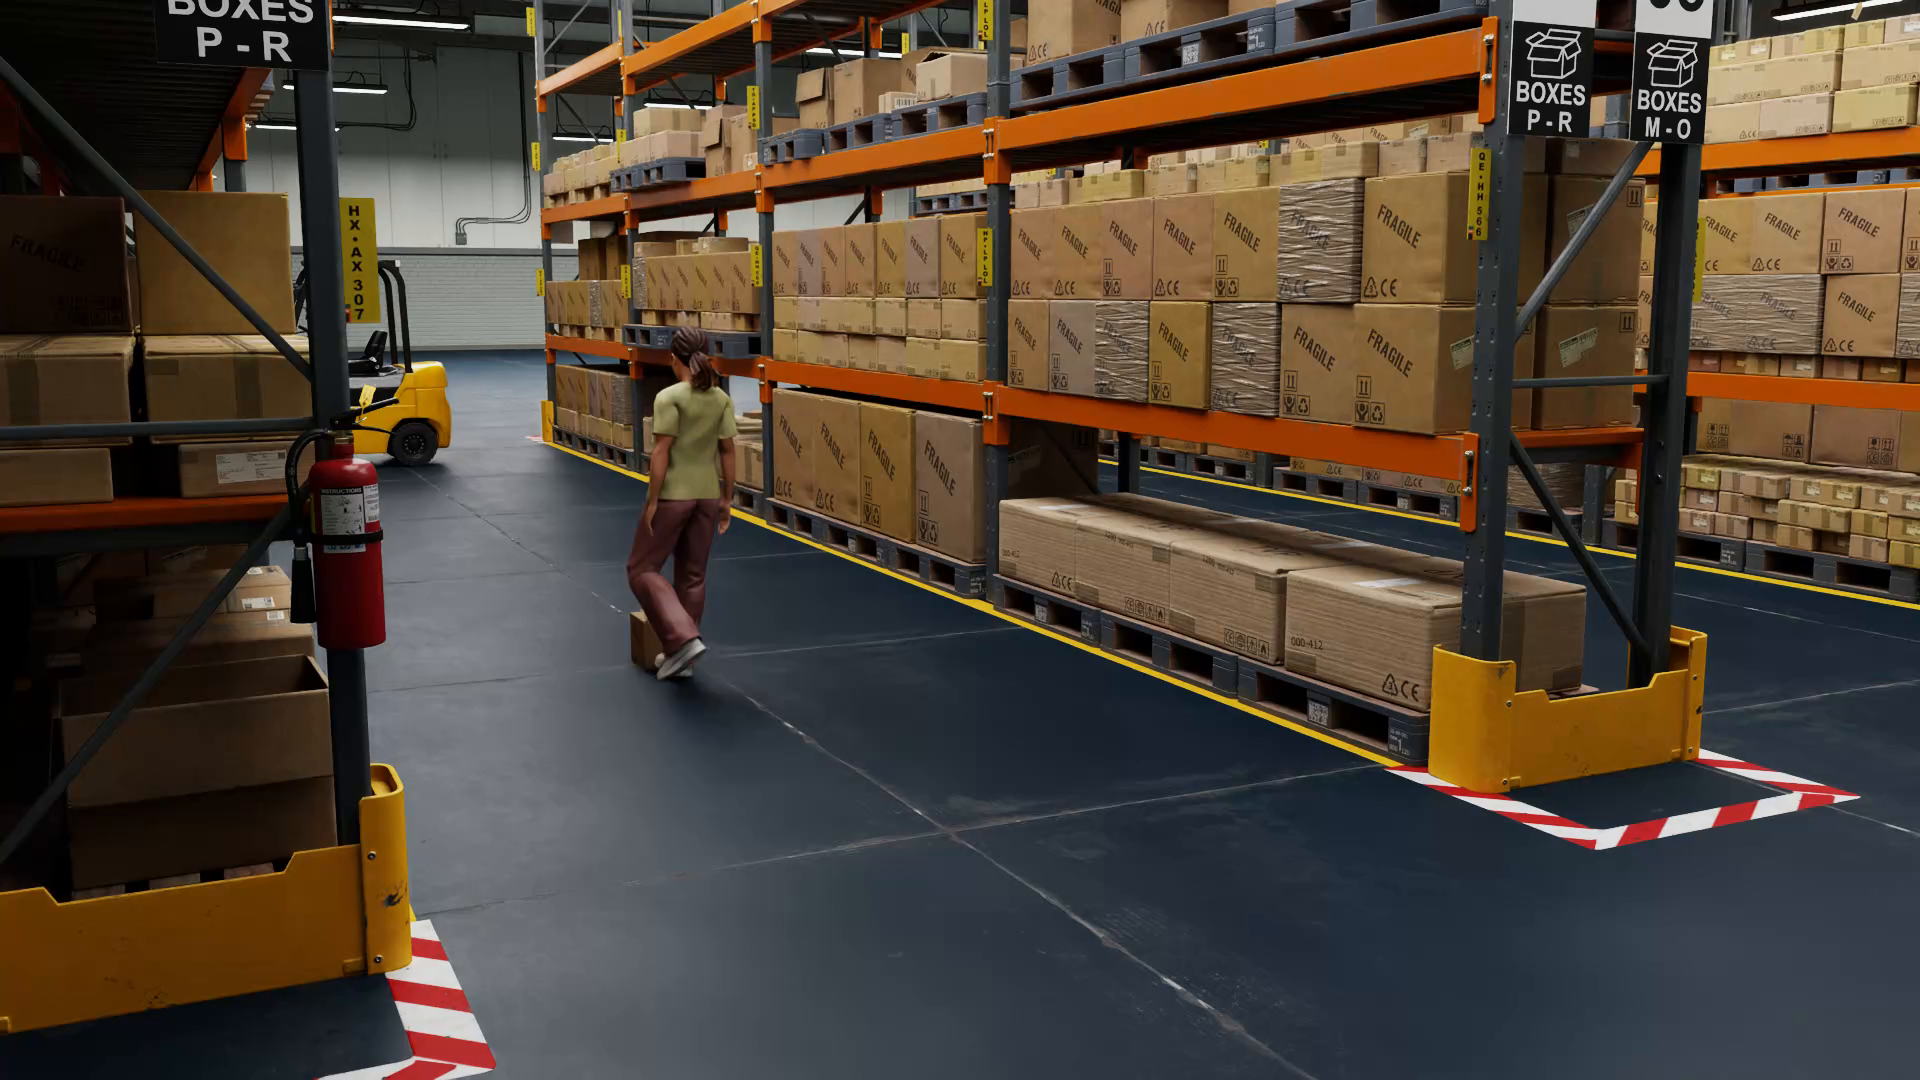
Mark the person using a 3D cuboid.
[{"bbox_3d":[-1.306,-0.039,7.832,0.478,1.413,0.610,-8,11,-41],"label":"person"}]
